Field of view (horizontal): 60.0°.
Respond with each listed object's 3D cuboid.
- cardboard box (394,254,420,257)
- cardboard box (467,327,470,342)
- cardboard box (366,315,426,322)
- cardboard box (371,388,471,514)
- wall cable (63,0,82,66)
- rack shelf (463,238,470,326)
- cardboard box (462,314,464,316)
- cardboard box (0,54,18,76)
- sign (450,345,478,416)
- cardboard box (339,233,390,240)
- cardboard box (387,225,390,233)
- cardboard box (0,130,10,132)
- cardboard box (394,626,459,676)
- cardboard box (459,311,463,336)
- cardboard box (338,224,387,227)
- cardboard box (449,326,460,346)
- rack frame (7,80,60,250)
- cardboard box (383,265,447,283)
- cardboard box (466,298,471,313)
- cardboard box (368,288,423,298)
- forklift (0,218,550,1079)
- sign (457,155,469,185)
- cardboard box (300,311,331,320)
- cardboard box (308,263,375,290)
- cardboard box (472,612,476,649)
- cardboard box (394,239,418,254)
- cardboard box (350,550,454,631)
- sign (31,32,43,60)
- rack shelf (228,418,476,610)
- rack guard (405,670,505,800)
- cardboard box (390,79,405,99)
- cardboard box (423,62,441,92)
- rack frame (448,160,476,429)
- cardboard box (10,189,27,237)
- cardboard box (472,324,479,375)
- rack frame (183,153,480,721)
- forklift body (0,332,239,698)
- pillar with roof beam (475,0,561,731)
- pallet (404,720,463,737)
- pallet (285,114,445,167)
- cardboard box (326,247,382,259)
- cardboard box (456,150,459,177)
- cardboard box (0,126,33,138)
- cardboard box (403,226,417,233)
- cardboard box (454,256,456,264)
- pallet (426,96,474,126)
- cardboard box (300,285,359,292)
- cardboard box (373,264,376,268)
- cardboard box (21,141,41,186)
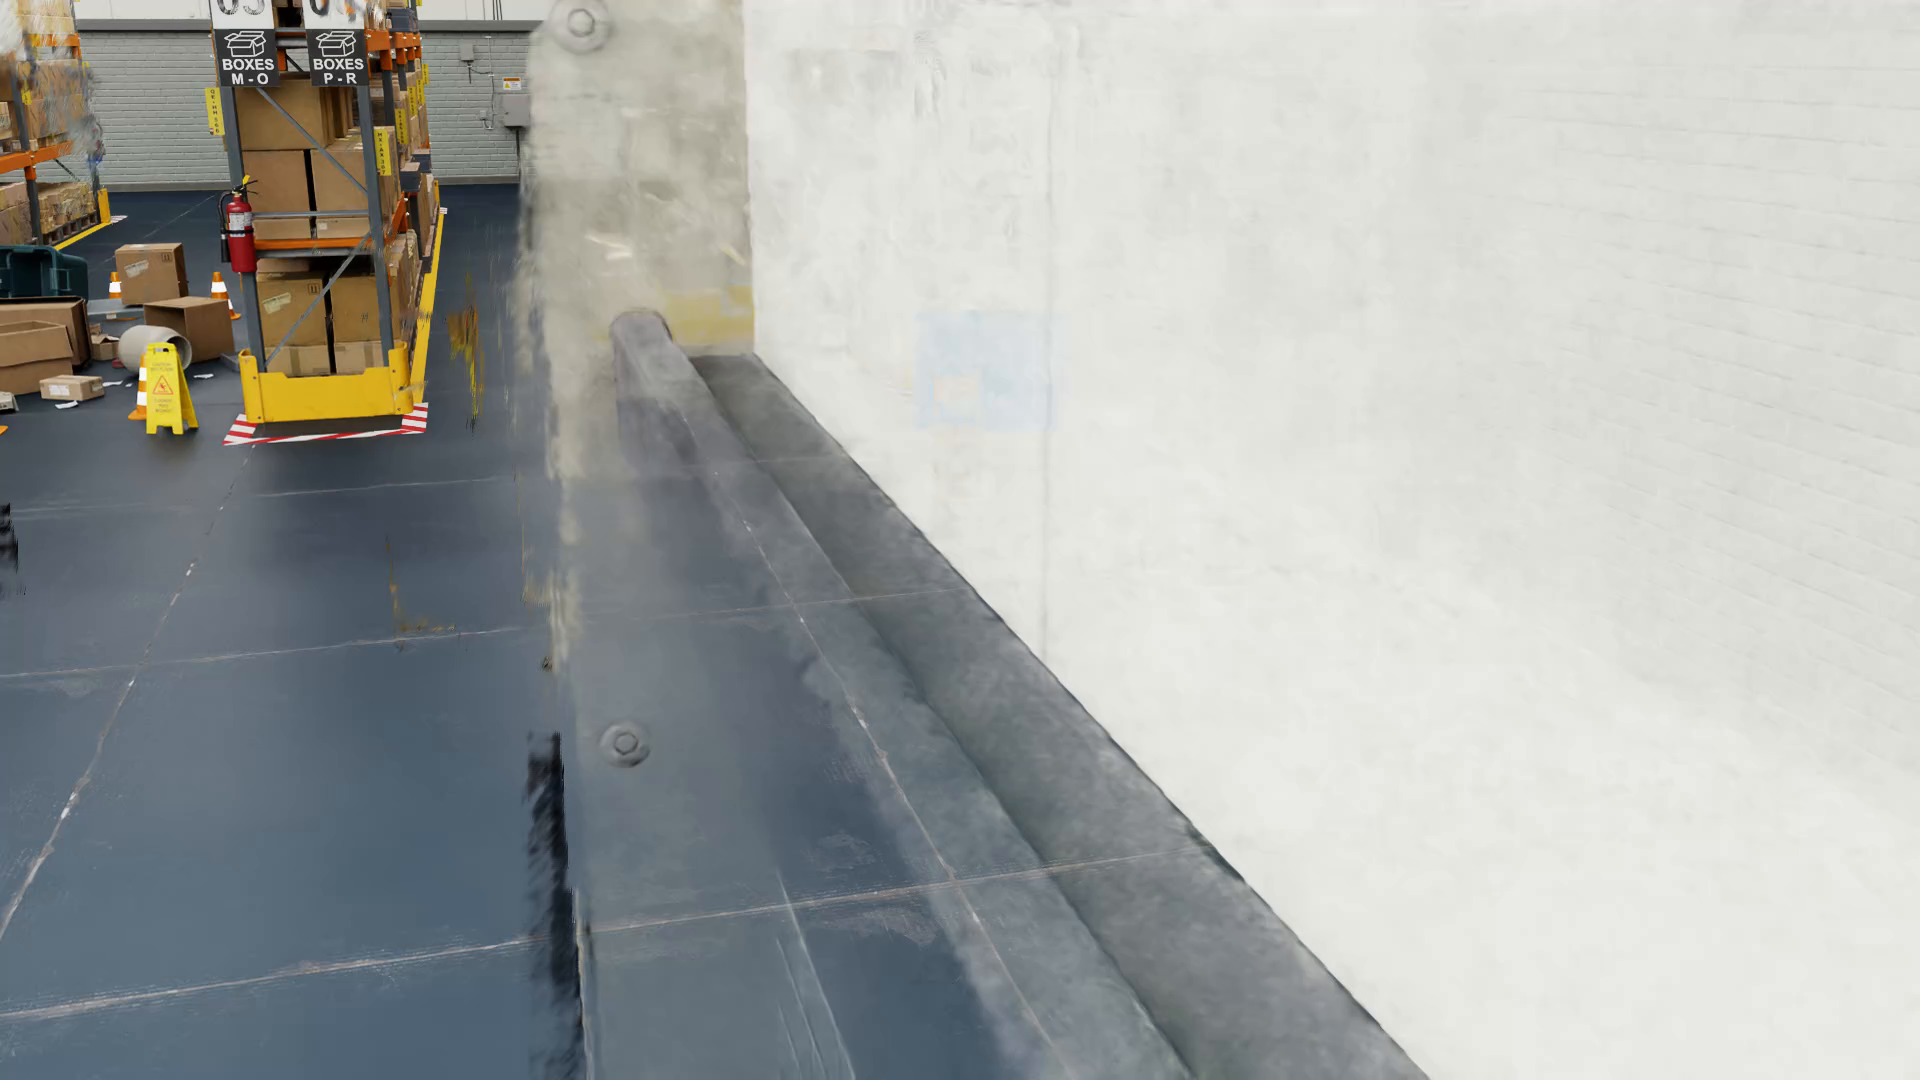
[{"bbox_3d":[-1.151,-4.566,18.138,0.380,0.149,0.250,-5,17,-16],"label":"cardboard box"},{"bbox_3d":[-2.023,-4.467,21.597,0.380,0.149,0.250,-4,17,-12],"label":"cardboard box"},{"bbox_3d":[-0.047,-3.598,14.398,0.380,0.149,0.250,-5,17,-15],"label":"cardboard box"},{"bbox_3d":[0.150,-2.977,13.977,0.500,0.500,0.500,-4,17,-13],"label":"cardboard box"},{"bbox_3d":[-10.983,-11.227,31.186,0.463,3.000,0.029,-5,17,-15],"label":"wall cable"},{"bbox_3d":[-2.729,-5.192,22.774,1.077,0.370,4.000,-5,17,-15],"label":"rack shelf"},{"bbox_3d":[-1.104,-4.107,18.170,0.500,0.250,0.500,-5,17,-17],"label":"cardboard box"},{"bbox_3d":[-8.939,-8.299,26.010,0.500,0.250,0.500,-6,18,-20],"label":"cardboard box"},{"bbox_3d":[0.555,-3.265,13.466,0.100,0.325,0.005,-5,17,-15],"label":"sign"},{"bbox_3d":[-2.023,-4.949,19.413,0.380,0.149,0.250,-5,17,-15],"label":"cardboard box"},{"bbox_3d":[-2.780,-5.379,21.676,0.500,0.250,0.500,-6,18,-18],"label":"cardboard box"},{"bbox_3d":[-8.580,-7.273,25.411,0.380,0.149,0.250,-5,17,-16],"label":"cardboard box"},{"bbox_3d":[0.090,-2.041,14.212,0.500,0.250,0.500,-4,17,-14],"label":"cardboard box"},{"bbox_3d":[-0.563,-3.684,16.328,0.500,0.500,0.500,-4,17,-14],"label":"cardboard box"},{"bbox_3d":[-2.375,-5.231,20.350,0.380,0.149,0.250,-4,17,-14],"label":"cardboard box"},{"bbox_3d":[-0.109,-3.605,14.937,0.380,0.149,0.250,-4,17,-13],"label":"cardboard box"},{"bbox_3d":[-9.149,-6.803,26.885,1.000,3.000,0.127,-5,17,-15],"label":"rack frame"},{"bbox_3d":[-0.587,-4.169,16.298,0.380,0.149,0.250,-5,17,-16],"label":"cardboard box"},{"bbox_3d":[-2.503,-4.971,23.274,0.380,0.149,0.250,-4,17,-14],"label":"cardboard box"},{"bbox_3d":[-0.341,-3.884,15.351,0.380,0.149,0.250,-4,17,-14],"label":"cardboard box"},{"bbox_3d":[0.397,-2.229,11.779,1.130,2.935,3.031,2,17,8],"label":"forklift"},{"bbox_3d":[-2.746,-6.689,24.495,0.100,0.325,0.005,-5,17,-15],"label":"sign"},{"bbox_3d":[-0.652,-3.628,14.498,0.380,0.149,0.250,-4,17,-14],"label":"cardboard box"},{"bbox_3d":[-1.102,-4.203,16.410,0.380,0.149,0.250,-4,17,-14],"label":"cardboard box"},{"bbox_3d":[-0.040,-1.948,14.772,0.500,0.250,0.500,-5,17,-15],"label":"cardboard box"},{"bbox_3d":[-1.455,-4.845,19.066,0.380,0.149,0.250,-4,17,-14],"label":"cardboard box"},{"bbox_3d":[0.069,-2.282,14.145,0.500,0.250,0.500,-5,17,-16],"label":"cardboard box"},{"bbox_3d":[-8.624,-8.665,26.468,0.100,0.325,0.005,-5,17,-15],"label":"sign"},{"bbox_3d":[-0.530,-2.979,15.407,1.077,0.370,4.000,-5,17,-15],"label":"rack shelf"},{"bbox_3d":[0.026,-1.567,13.799,1.175,0.500,0.348,-5,17,-15],"label":"rack guard"},{"bbox_3d":[-1.124,-5.693,17.508,0.380,0.149,0.250,-5,17,-15],"label":"cardboard box"},{"bbox_3d":[-1.733,-6.417,19.744,0.500,0.250,0.500,-5,17,-15],"label":"cardboard box"},{"bbox_3d":[-2.179,-4.983,20.828,1.000,3.000,0.127,-5,17,-15],"label":"rack frame"},{"bbox_3d":[-8.333,-6.315,25.087,0.500,0.500,0.500,-4,17,-14],"label":"cardboard box"},{"bbox_3d":[-2.286,-4.410,22.533,0.500,0.500,0.500,-4,17,-12],"label":"cardboard box"},{"bbox_3d":[0.020,-2.771,13.462,1.000,3.000,0.127,-5,17,-15],"label":"rack frame"},{"bbox_3d":[-2.256,-2.744,14.850,2.313,2.155,1.214,-5,17,-15],"label":"forklift body"},{"bbox_3d":[-3.444,-5.567,12.344,9.100,9.000,0.400,-5,17,-15],"label":"pillar with roof beam"},{"bbox_3d":[-0.231,-1.643,14.556,1.003,0.211,1.213,-5,17,-15],"label":"pallet"},{"bbox_3d":[-0.489,-4.701,14.826,1.003,0.211,1.213,-5,17,-15],"label":"pallet"},{"bbox_3d":[-1.767,-4.664,18.462,0.380,0.149,0.250,-5,17,-15],"label":"cardboard box"},{"bbox_3d":[-3.432,-6.953,25.824,0.500,0.500,0.500,-5,17,-17],"label":"cardboard box"},{"bbox_3d":[-8.858,-7.557,26.356,0.380,0.149,0.250,-4,17,-15],"label":"cardboard box"},{"bbox_3d":[-1.703,-5.128,20.008,0.380,0.149,0.250,-5,17,-15],"label":"cardboard box"},{"bbox_3d":[-1.380,-4.629,19.040,0.500,0.250,0.500,-5,17,-16],"label":"cardboard box"},{"bbox_3d":[-1.907,-6.149,19.823,1.213,0.211,1.003,-4,17,-13],"label":"pallet"},{"bbox_3d":[-0.847,-3.916,15.458,0.380,0.149,0.250,-5,17,-15],"label":"cardboard box"},{"bbox_3d":[-1.475,-4.382,17.526,0.380,0.149,0.250,-5,17,-16],"label":"cardboard box"},{"bbox_3d":[-8.616,-7.073,25.872,0.500,0.500,0.500,-5,17,-15],"label":"cardboard box"}]
